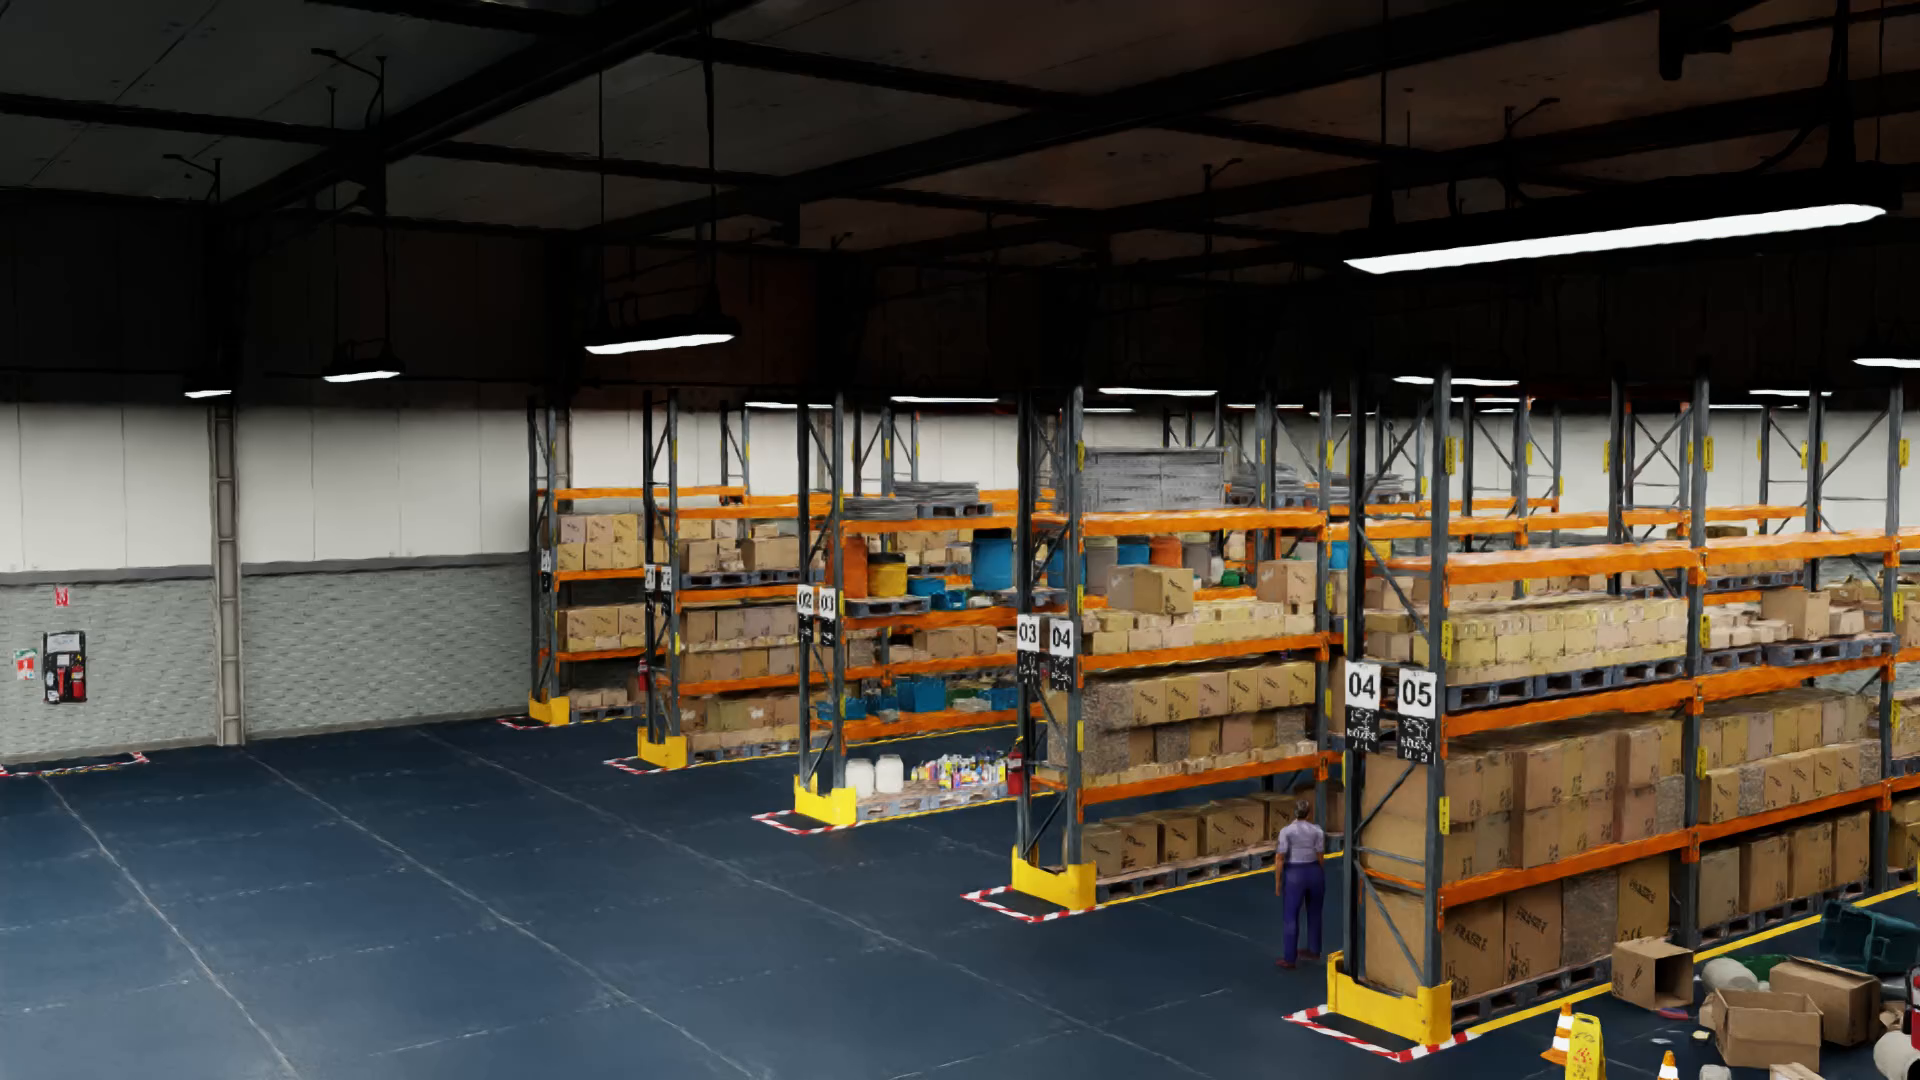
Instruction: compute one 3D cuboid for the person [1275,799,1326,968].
[{"bbox_3d":[3.344,3.368,16.410,0.523,1.640,0.468,0,3,-5],"label":"person"}]
